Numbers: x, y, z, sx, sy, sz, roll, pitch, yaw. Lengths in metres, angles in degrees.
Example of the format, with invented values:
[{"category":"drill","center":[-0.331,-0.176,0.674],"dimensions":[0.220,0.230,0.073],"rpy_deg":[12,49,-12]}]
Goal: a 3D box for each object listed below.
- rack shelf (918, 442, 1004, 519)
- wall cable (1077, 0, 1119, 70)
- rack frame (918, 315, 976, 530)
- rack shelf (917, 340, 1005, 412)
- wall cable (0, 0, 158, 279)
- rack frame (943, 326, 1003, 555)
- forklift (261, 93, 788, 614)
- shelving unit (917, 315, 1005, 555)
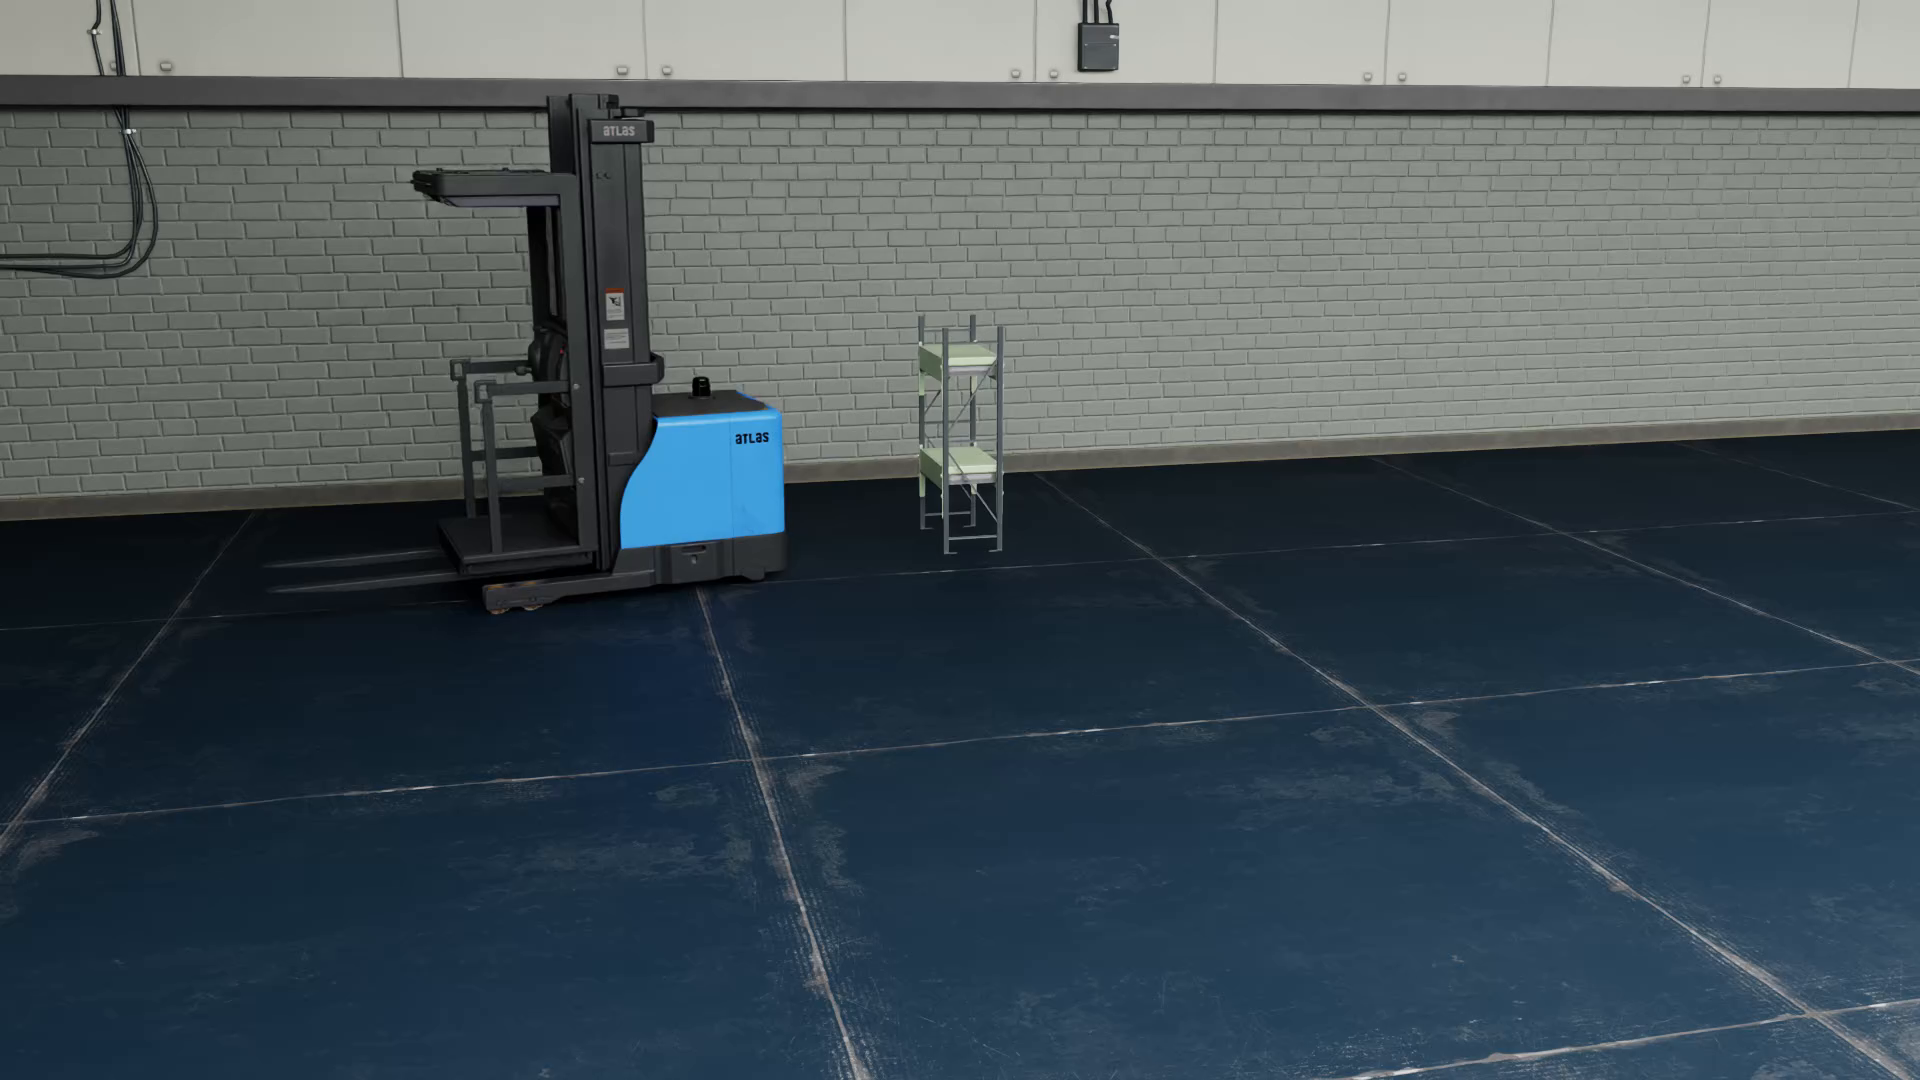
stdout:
[{"category":"rack shelf","center":[-0.002,-0.413,11.333],"dimensions":[0.431,0.370,0.720],"rpy_deg":[-3,14,-13]},{"category":"wall cable","center":[2.061,-6.663,12.571],"dimensions":[2.305,6.003,0.169],"rpy_deg":[-3,14,-13]},{"category":"rack frame","center":[-0.088,-0.815,11.601],"dimensions":[0.400,1.500,0.023],"rpy_deg":[-3,14,-13]},{"category":"rack shelf","center":[-0.002,-1.109,11.163],"dimensions":[0.431,0.370,0.720],"rpy_deg":[-3,14,-13]},{"category":"wall cable","center":[-7.171,-2.977,11.192],"dimensions":[3.097,2.526,0.112],"rpy_deg":[-3,14,-13]},{"category":"rack frame","center":[0.084,-0.646,10.910],"dimensions":[0.400,1.500,0.023],"rpy_deg":[-3,14,-13]},{"category":"forklift","center":[-2.639,-1.136,9.899],"dimensions":[3.031,2.935,1.130],"rpy_deg":[-6,15,-23]},{"category":"shelving unit","center":[-0.002,-0.730,11.255],"dimensions":[0.431,1.500,0.755],"rpy_deg":[-3,14,-13]}]
